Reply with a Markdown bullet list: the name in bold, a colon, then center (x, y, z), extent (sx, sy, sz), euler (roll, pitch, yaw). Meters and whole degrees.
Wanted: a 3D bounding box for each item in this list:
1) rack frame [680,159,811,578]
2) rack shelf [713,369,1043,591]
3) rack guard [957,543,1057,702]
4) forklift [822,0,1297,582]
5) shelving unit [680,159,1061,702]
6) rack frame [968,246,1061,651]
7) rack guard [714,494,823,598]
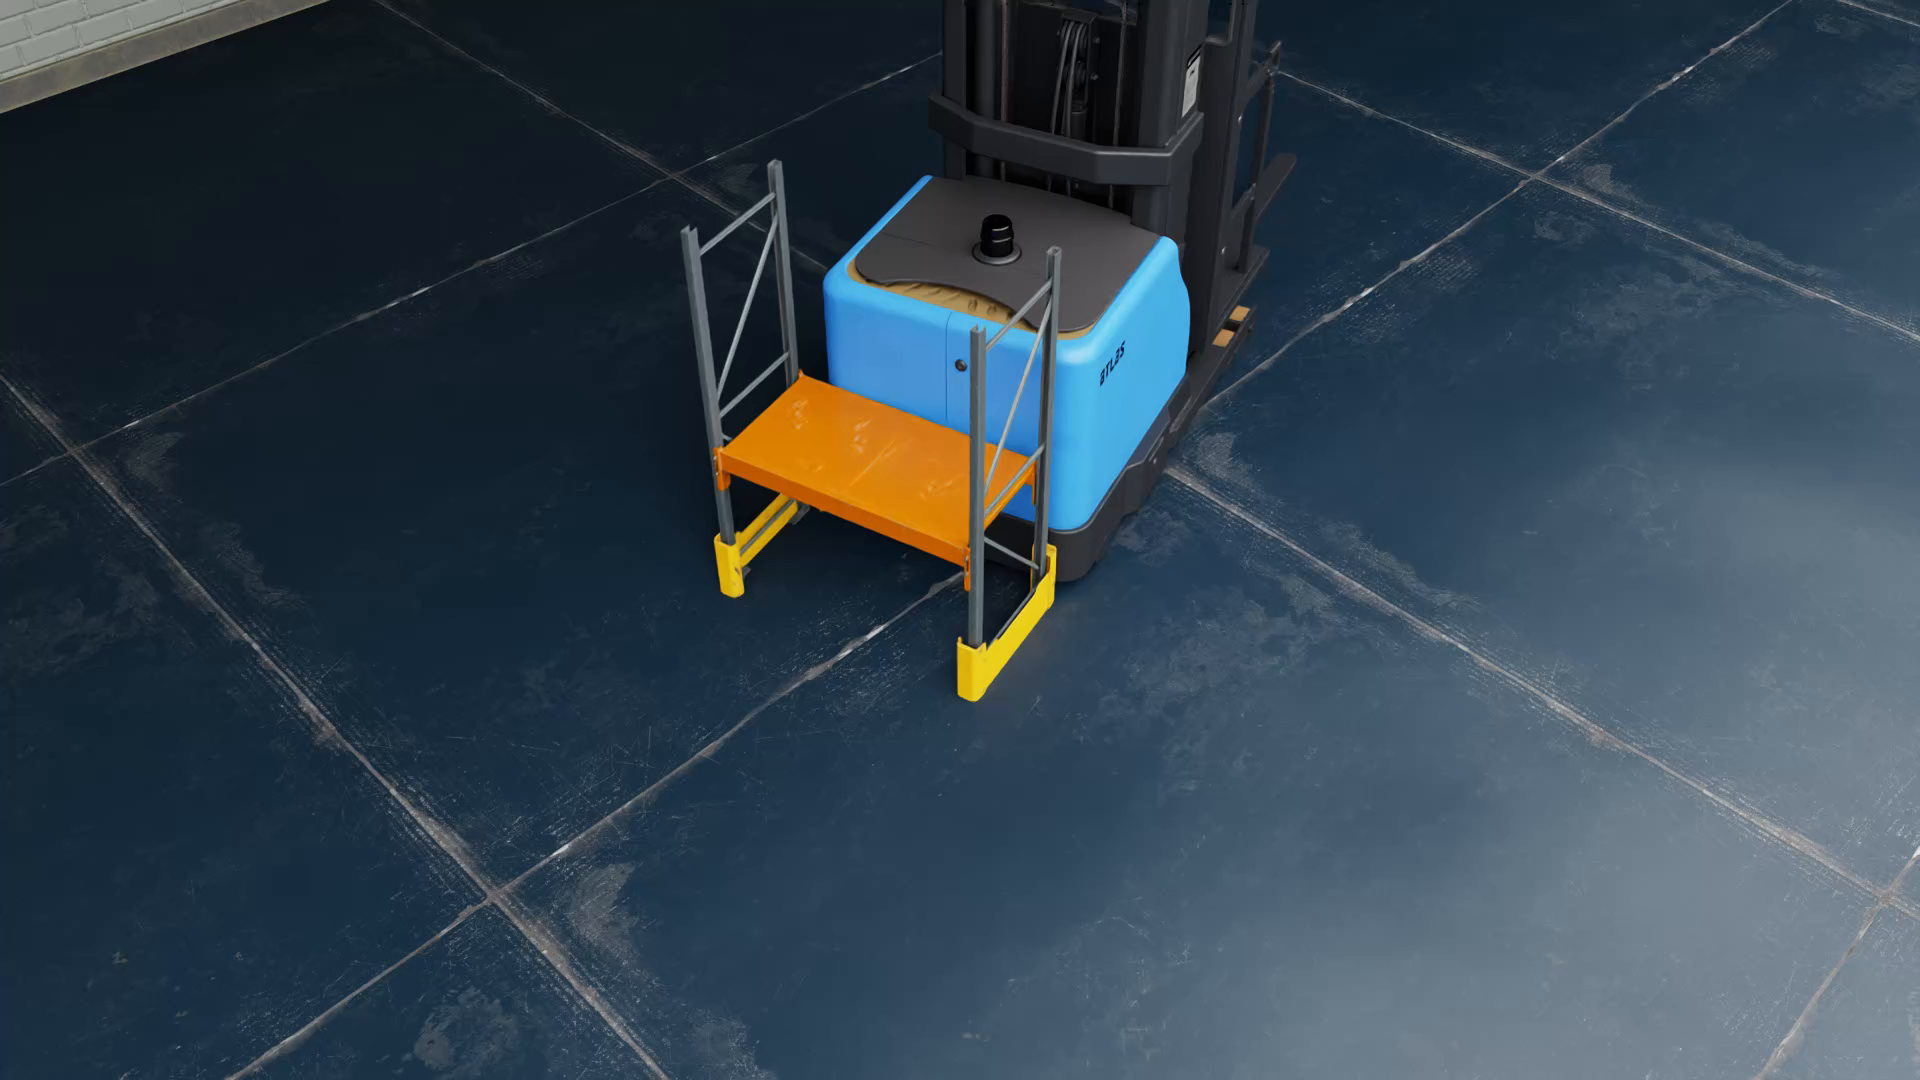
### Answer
- **rack frame**: center (-0.712, -0.528, 5.716), extent (0.032, 1.500, 0.500), euler (22, 47, 22)
- **rack shelf**: center (-0.273, -0.222, 5.651), extent (1.000, 0.185, 0.538), euler (22, 47, 22)
- **rack guard**: center (0.165, 0.278, 5.765), extent (0.087, 0.250, 0.587), euler (22, 47, 22)
- **forklift**: center (0.623, -1.925, 6.174), extent (1.130, 2.935, 3.031), euler (19, 46, 19)
- **shelving unit**: center (-0.265, -0.351, 5.525), extent (1.083, 1.500, 0.587), euler (22, 47, 22)
- **rack frame**: center (0.166, -0.181, 5.341), extent (0.032, 1.500, 0.500), euler (22, 47, 22)
- **rack guard**: center (-0.696, -0.062, 6.133), extent (0.087, 0.250, 0.587), euler (22, 47, 22)
